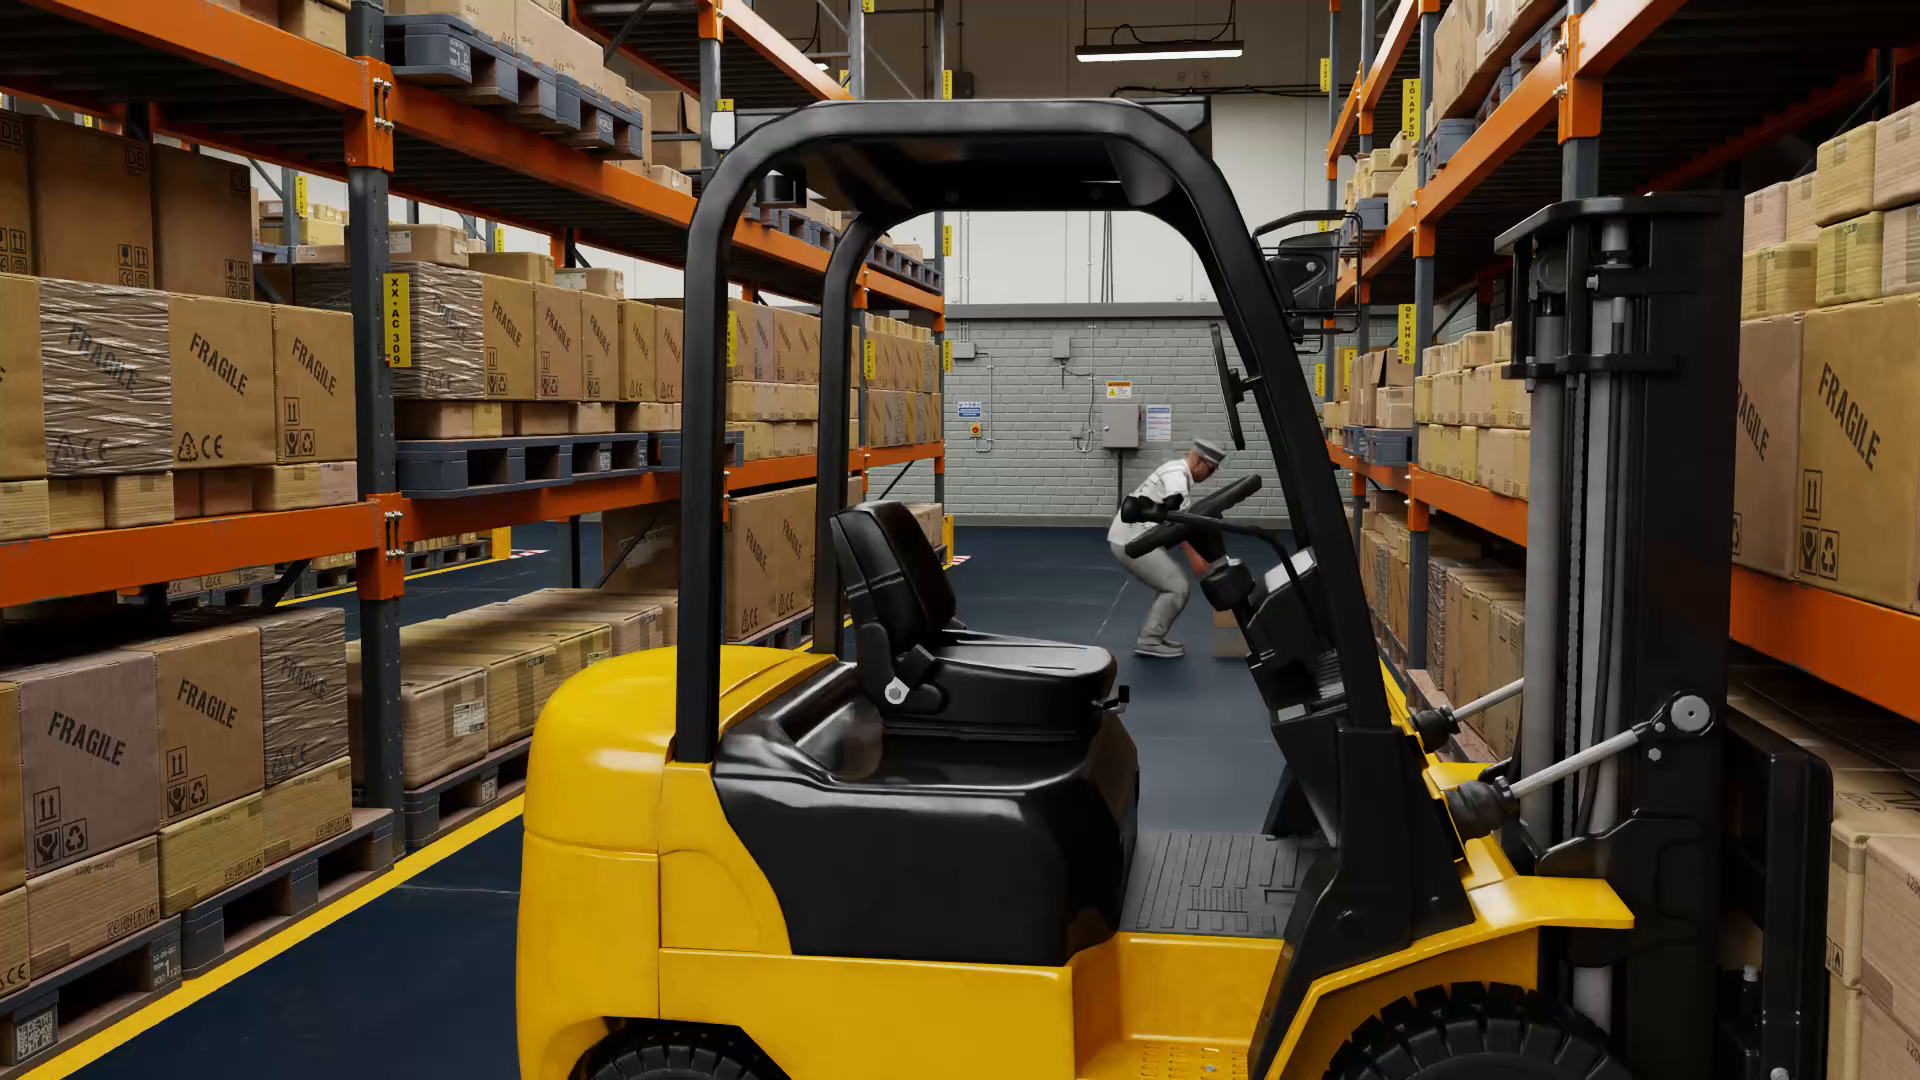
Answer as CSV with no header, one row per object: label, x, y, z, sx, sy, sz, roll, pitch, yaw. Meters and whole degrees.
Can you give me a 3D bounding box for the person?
person,1.379,0.045,11.093,0.790,1.440,0.590,1,4,9
